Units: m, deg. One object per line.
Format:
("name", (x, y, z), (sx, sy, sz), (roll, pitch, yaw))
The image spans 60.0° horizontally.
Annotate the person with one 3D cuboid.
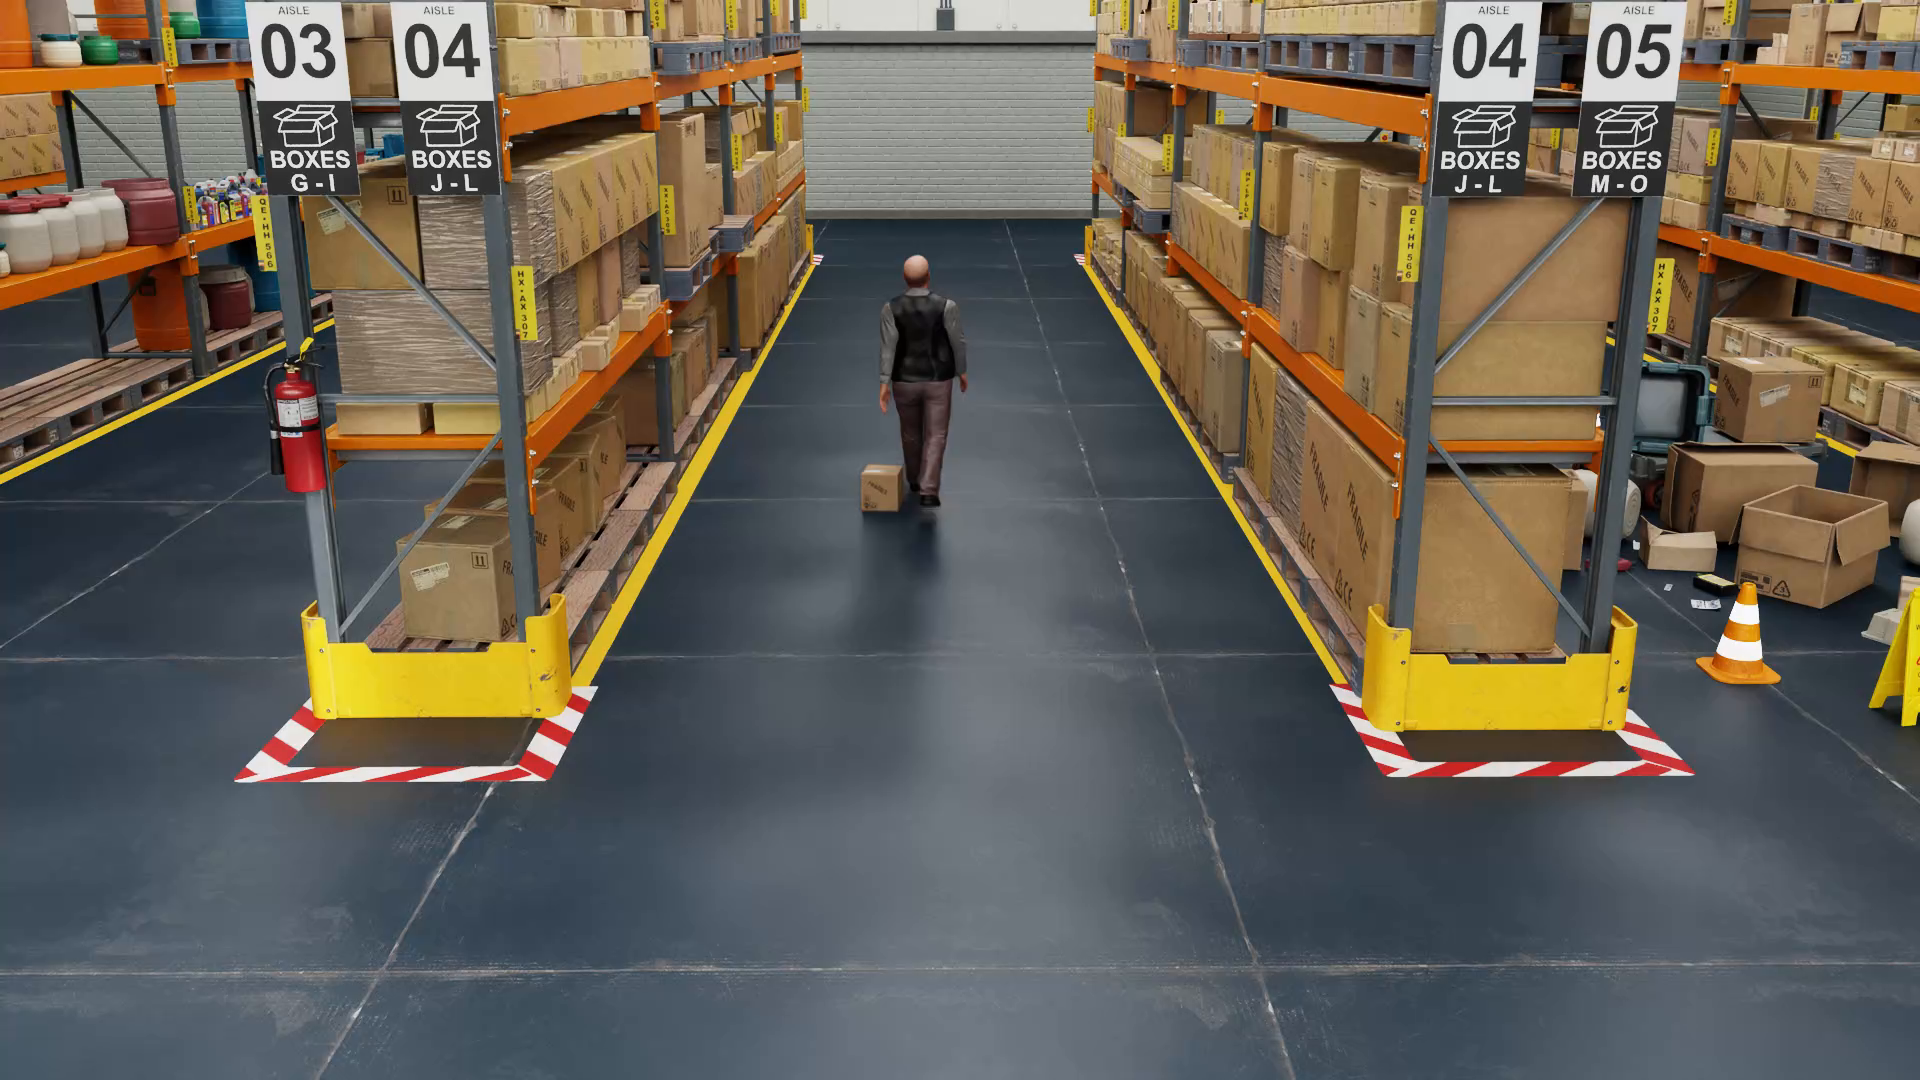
("person", (-0.236, -1.063, 11.091), (0.558, 1.675, 1.045), (2, 17, 8))
